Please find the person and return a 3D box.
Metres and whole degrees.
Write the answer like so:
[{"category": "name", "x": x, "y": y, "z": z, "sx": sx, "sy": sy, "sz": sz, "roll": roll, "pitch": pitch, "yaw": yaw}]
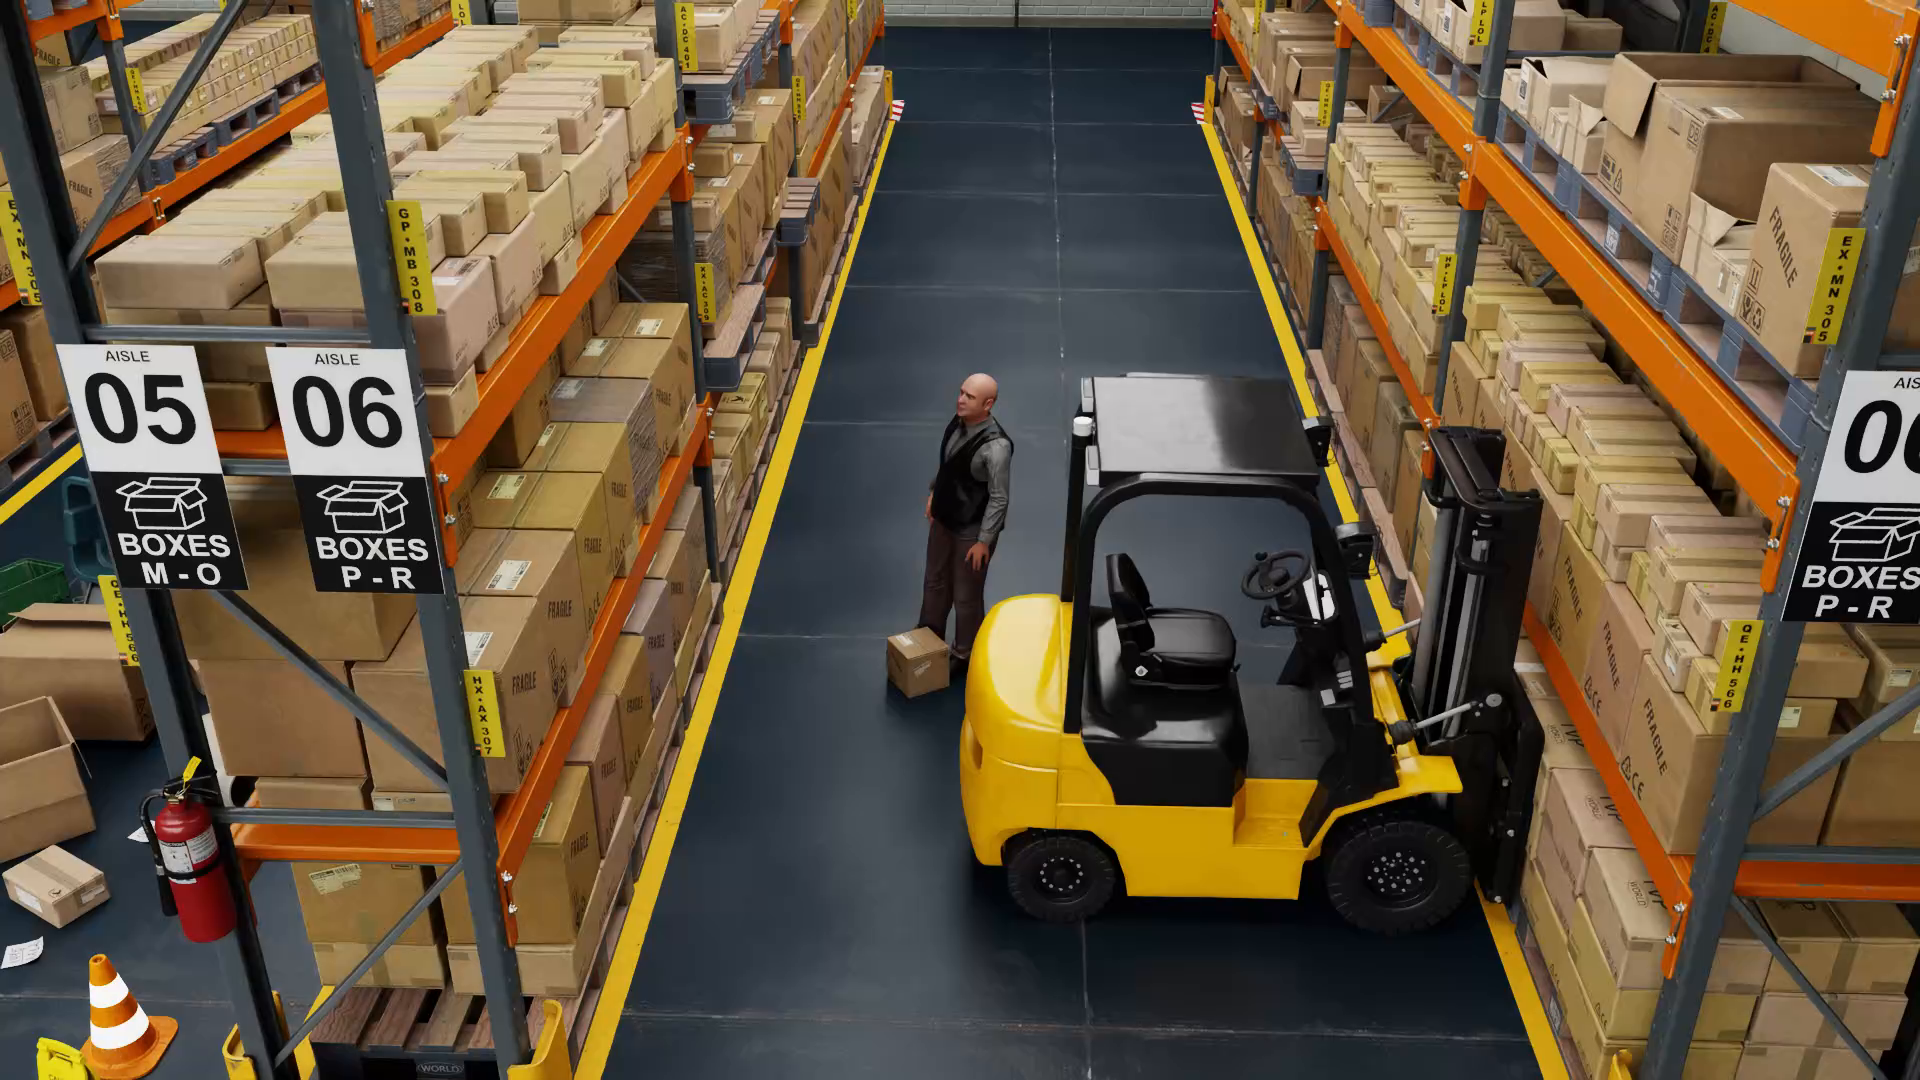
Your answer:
[{"category": "person", "x": -0.037, "y": -0.060, "z": 8.744, "sx": 0.566, "sy": 1.722, "sz": 0.633, "roll": -13, "pitch": 31, "yaw": -24}]
